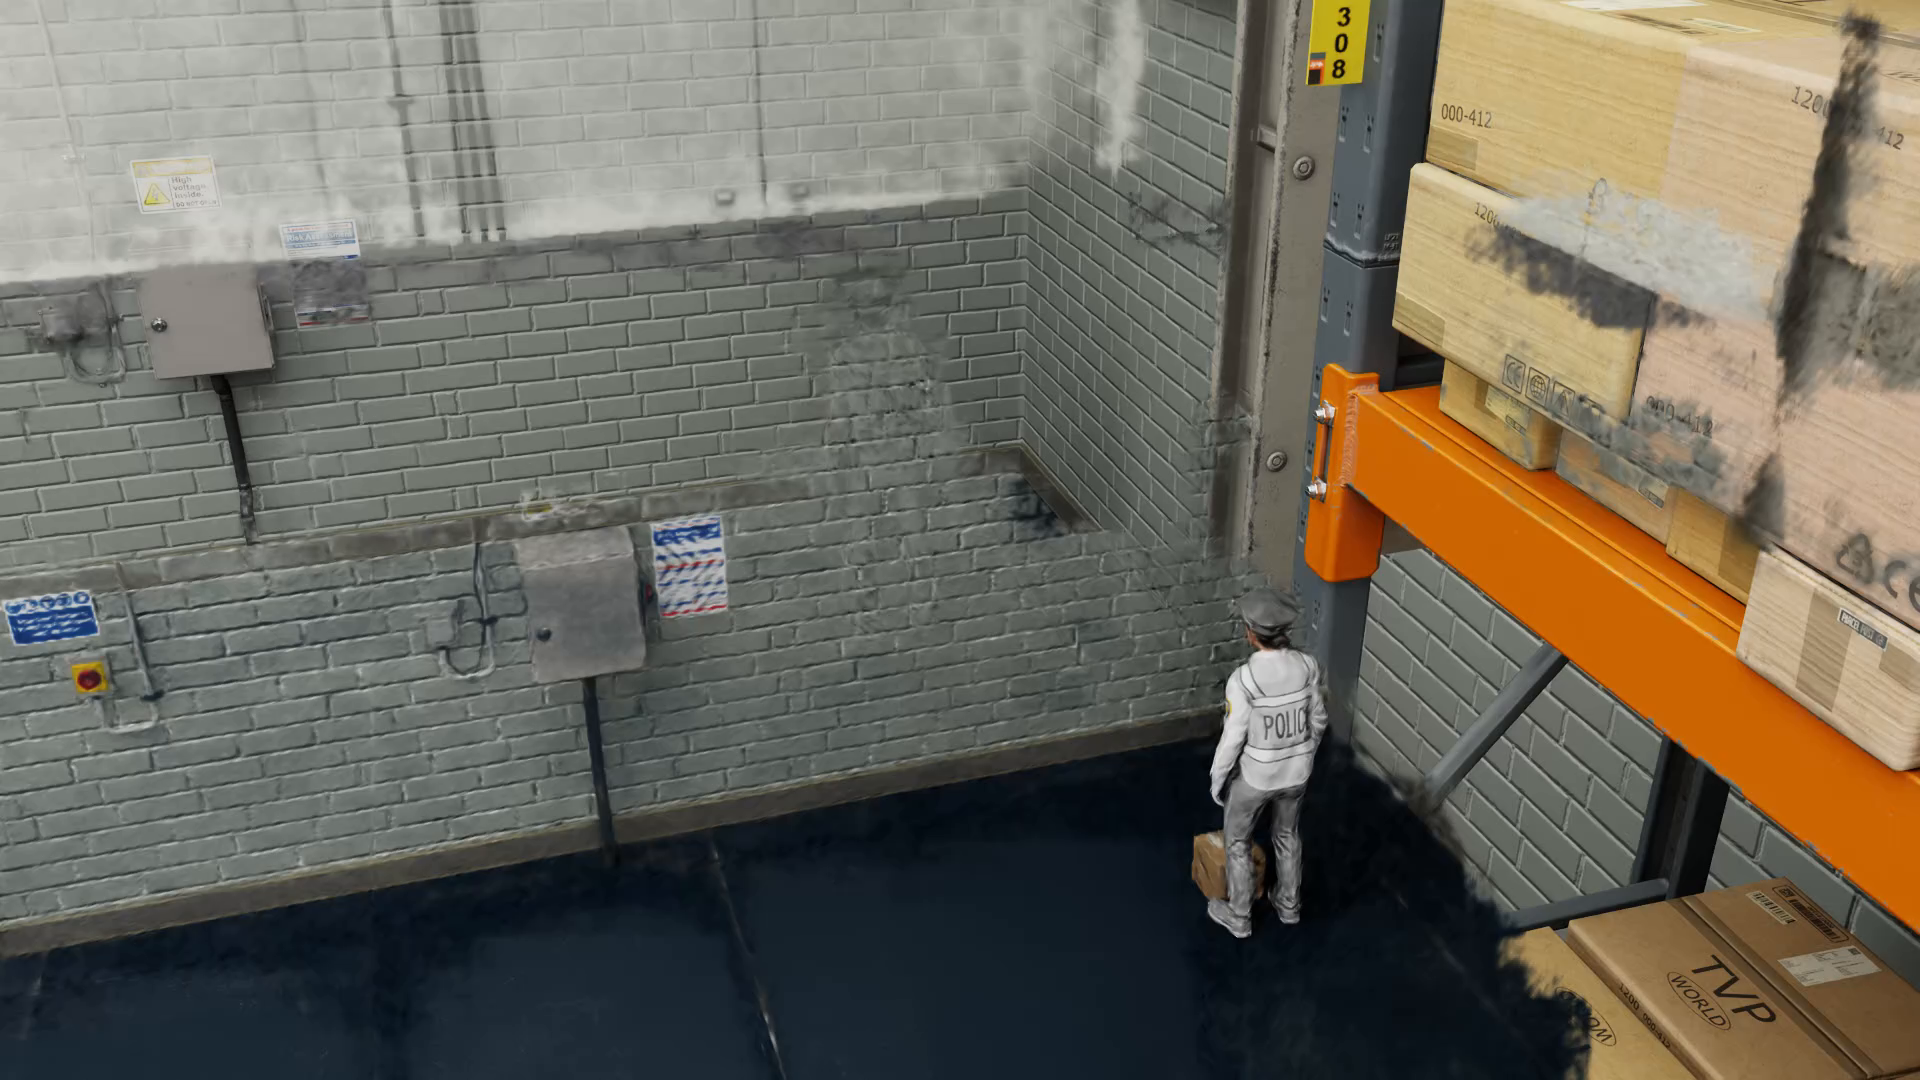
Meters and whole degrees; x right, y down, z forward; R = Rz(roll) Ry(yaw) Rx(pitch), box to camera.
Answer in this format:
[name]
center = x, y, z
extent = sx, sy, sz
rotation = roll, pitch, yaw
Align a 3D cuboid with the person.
[person]
center = -0.338, -0.343, 7.300
extent = 0.542, 1.662, 0.376
rotation = -10, 28, -19
